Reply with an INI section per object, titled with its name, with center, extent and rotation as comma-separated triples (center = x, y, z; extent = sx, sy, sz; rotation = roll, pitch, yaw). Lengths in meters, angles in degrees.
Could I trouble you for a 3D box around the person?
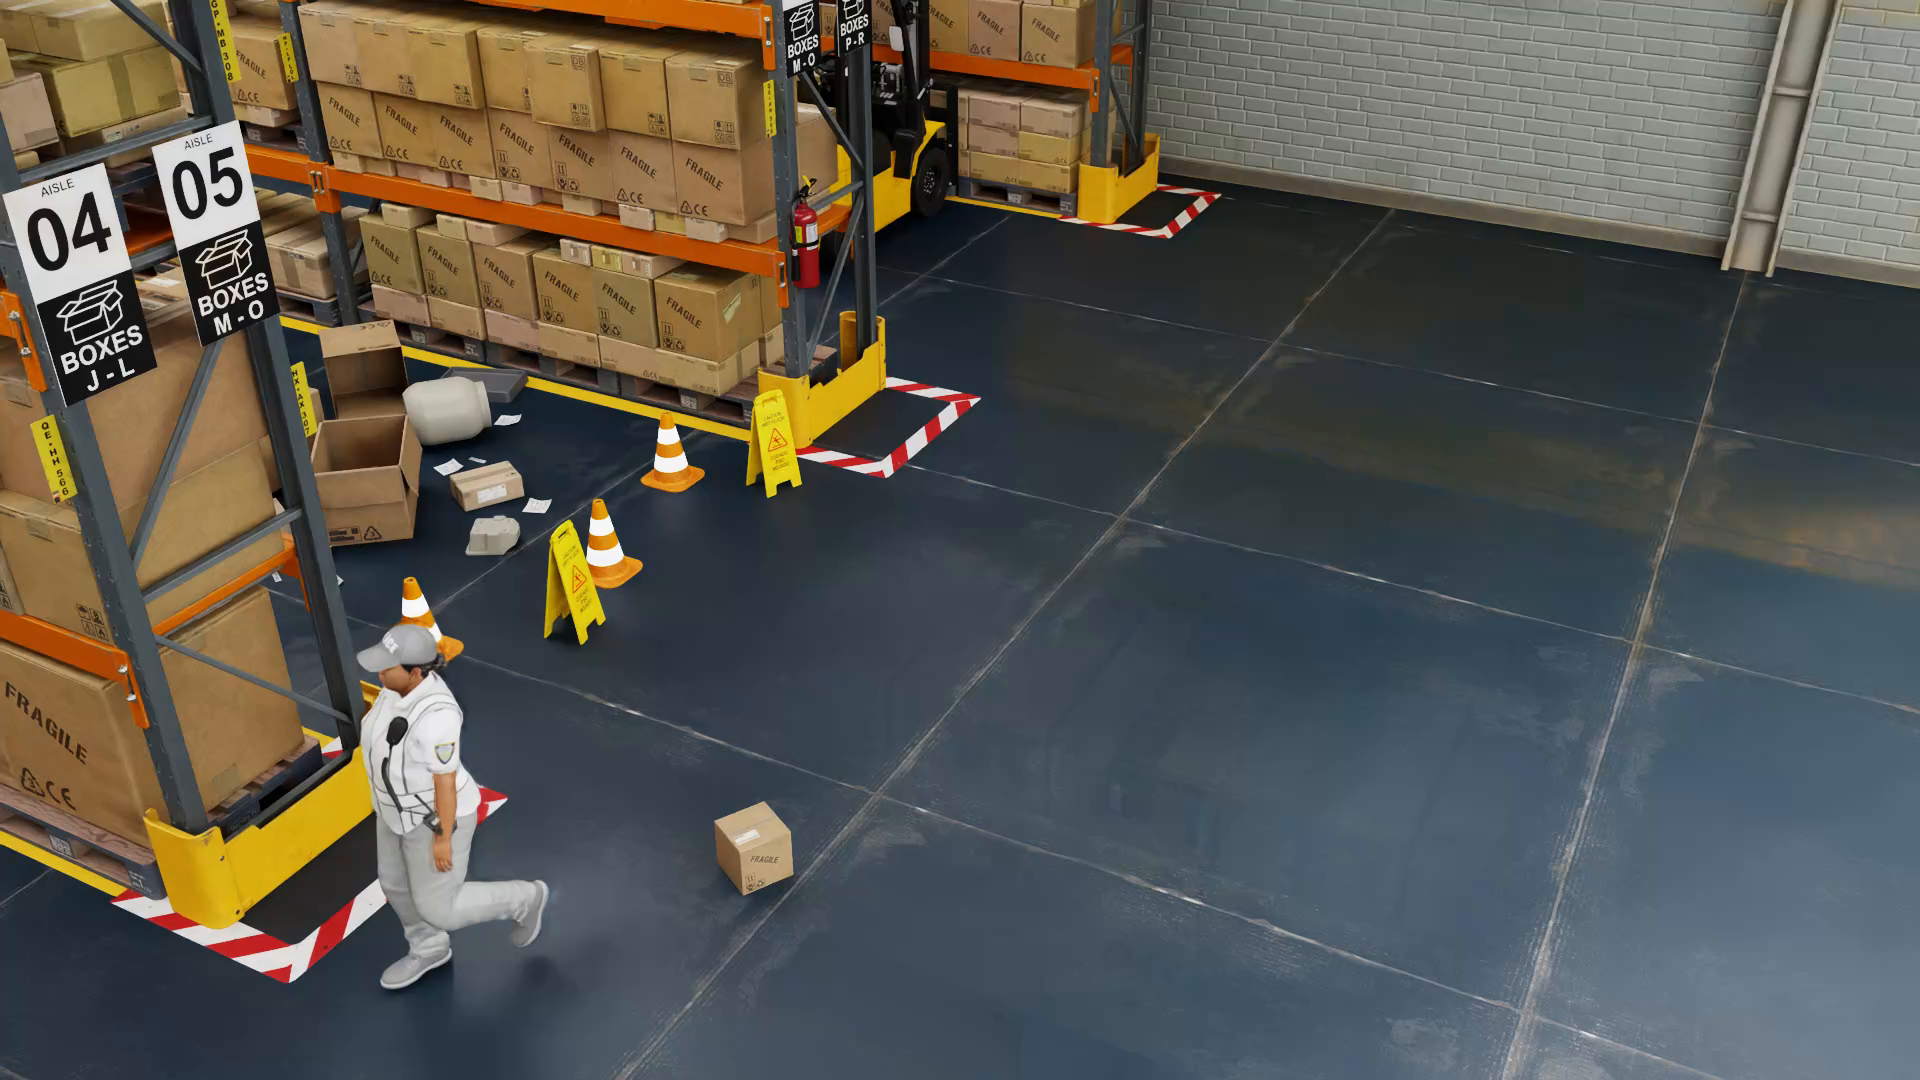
[person]
center = -2.050, 1.034, 6.479
extent = 0.655, 1.641, 0.472
rotation = -23, 38, -34
